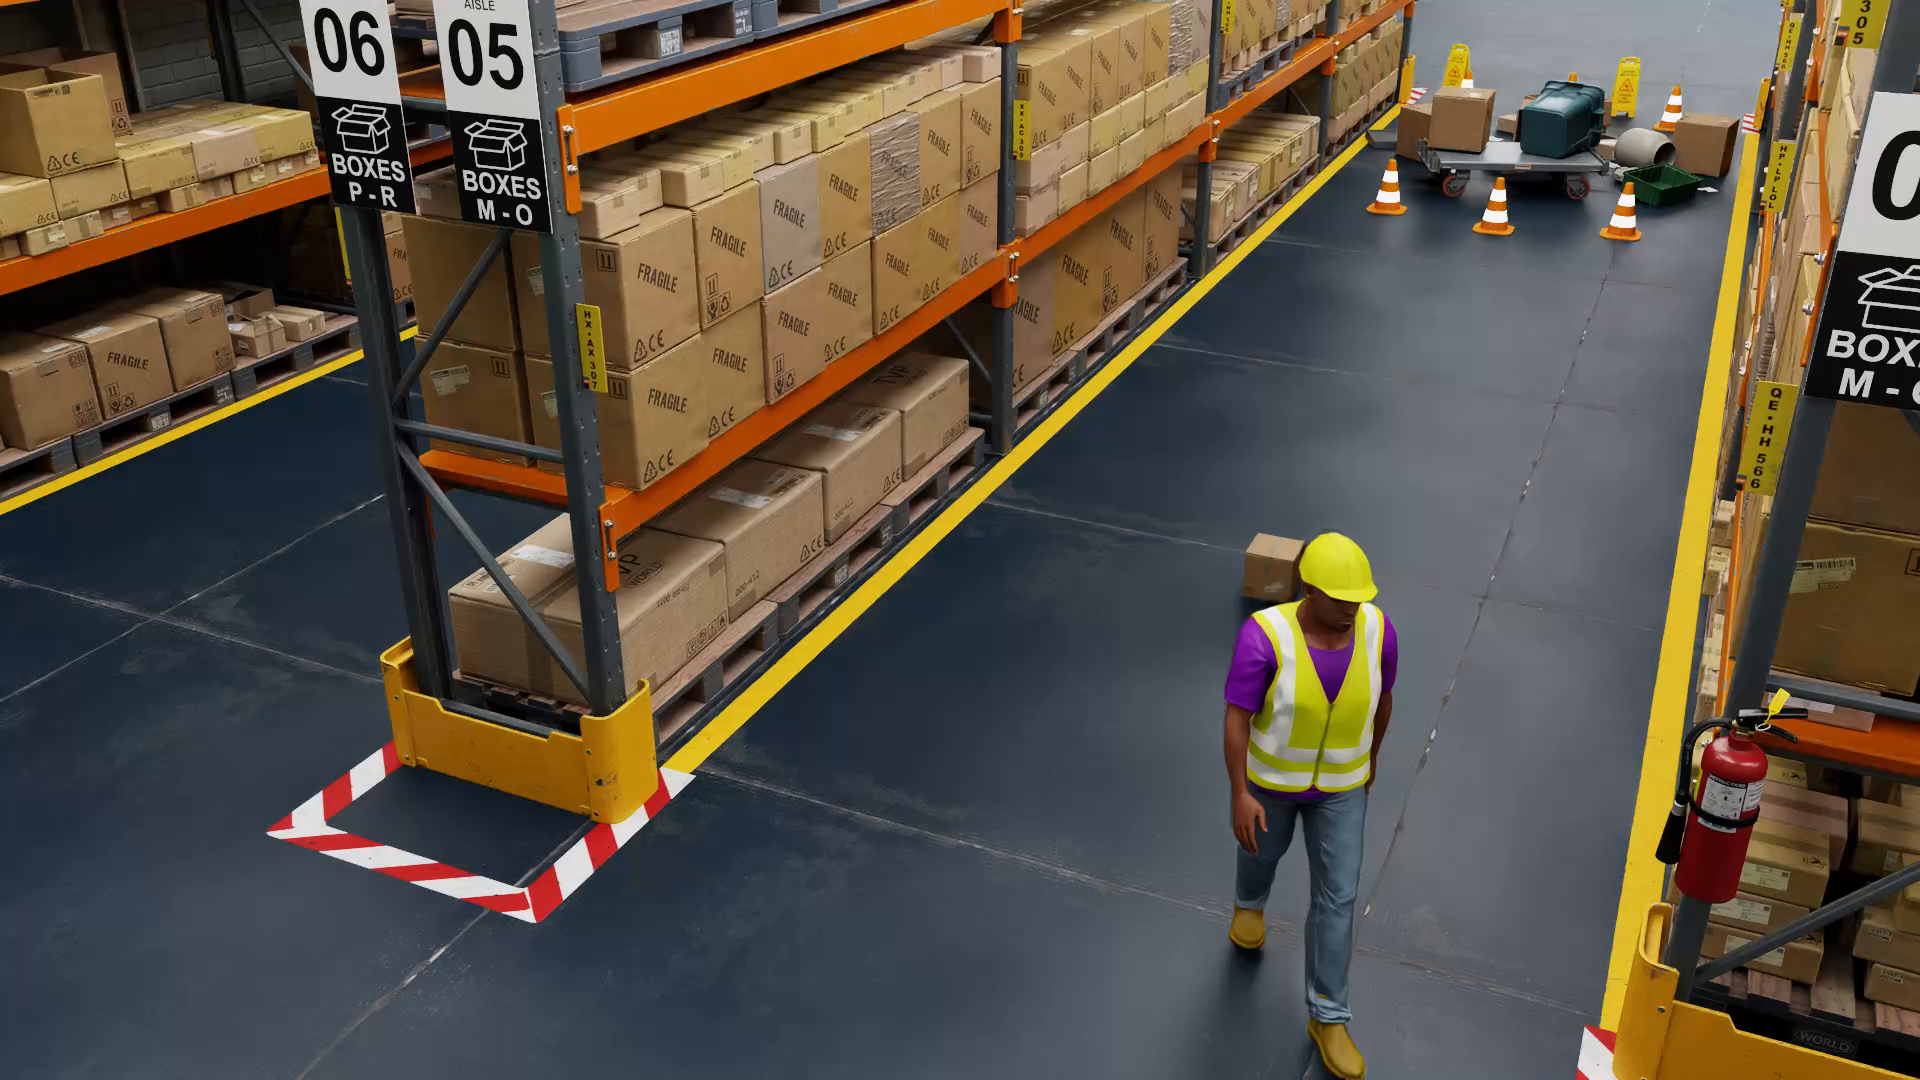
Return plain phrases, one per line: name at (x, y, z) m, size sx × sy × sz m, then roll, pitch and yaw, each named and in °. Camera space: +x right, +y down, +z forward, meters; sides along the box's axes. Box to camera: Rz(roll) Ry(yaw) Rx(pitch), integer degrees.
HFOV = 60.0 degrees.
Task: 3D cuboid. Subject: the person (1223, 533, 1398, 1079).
person at (1.138, 0.789, 5.419) m, size 0.588 × 1.719 × 0.958 m, roll -1°, pitch 26°, yaw -1°
